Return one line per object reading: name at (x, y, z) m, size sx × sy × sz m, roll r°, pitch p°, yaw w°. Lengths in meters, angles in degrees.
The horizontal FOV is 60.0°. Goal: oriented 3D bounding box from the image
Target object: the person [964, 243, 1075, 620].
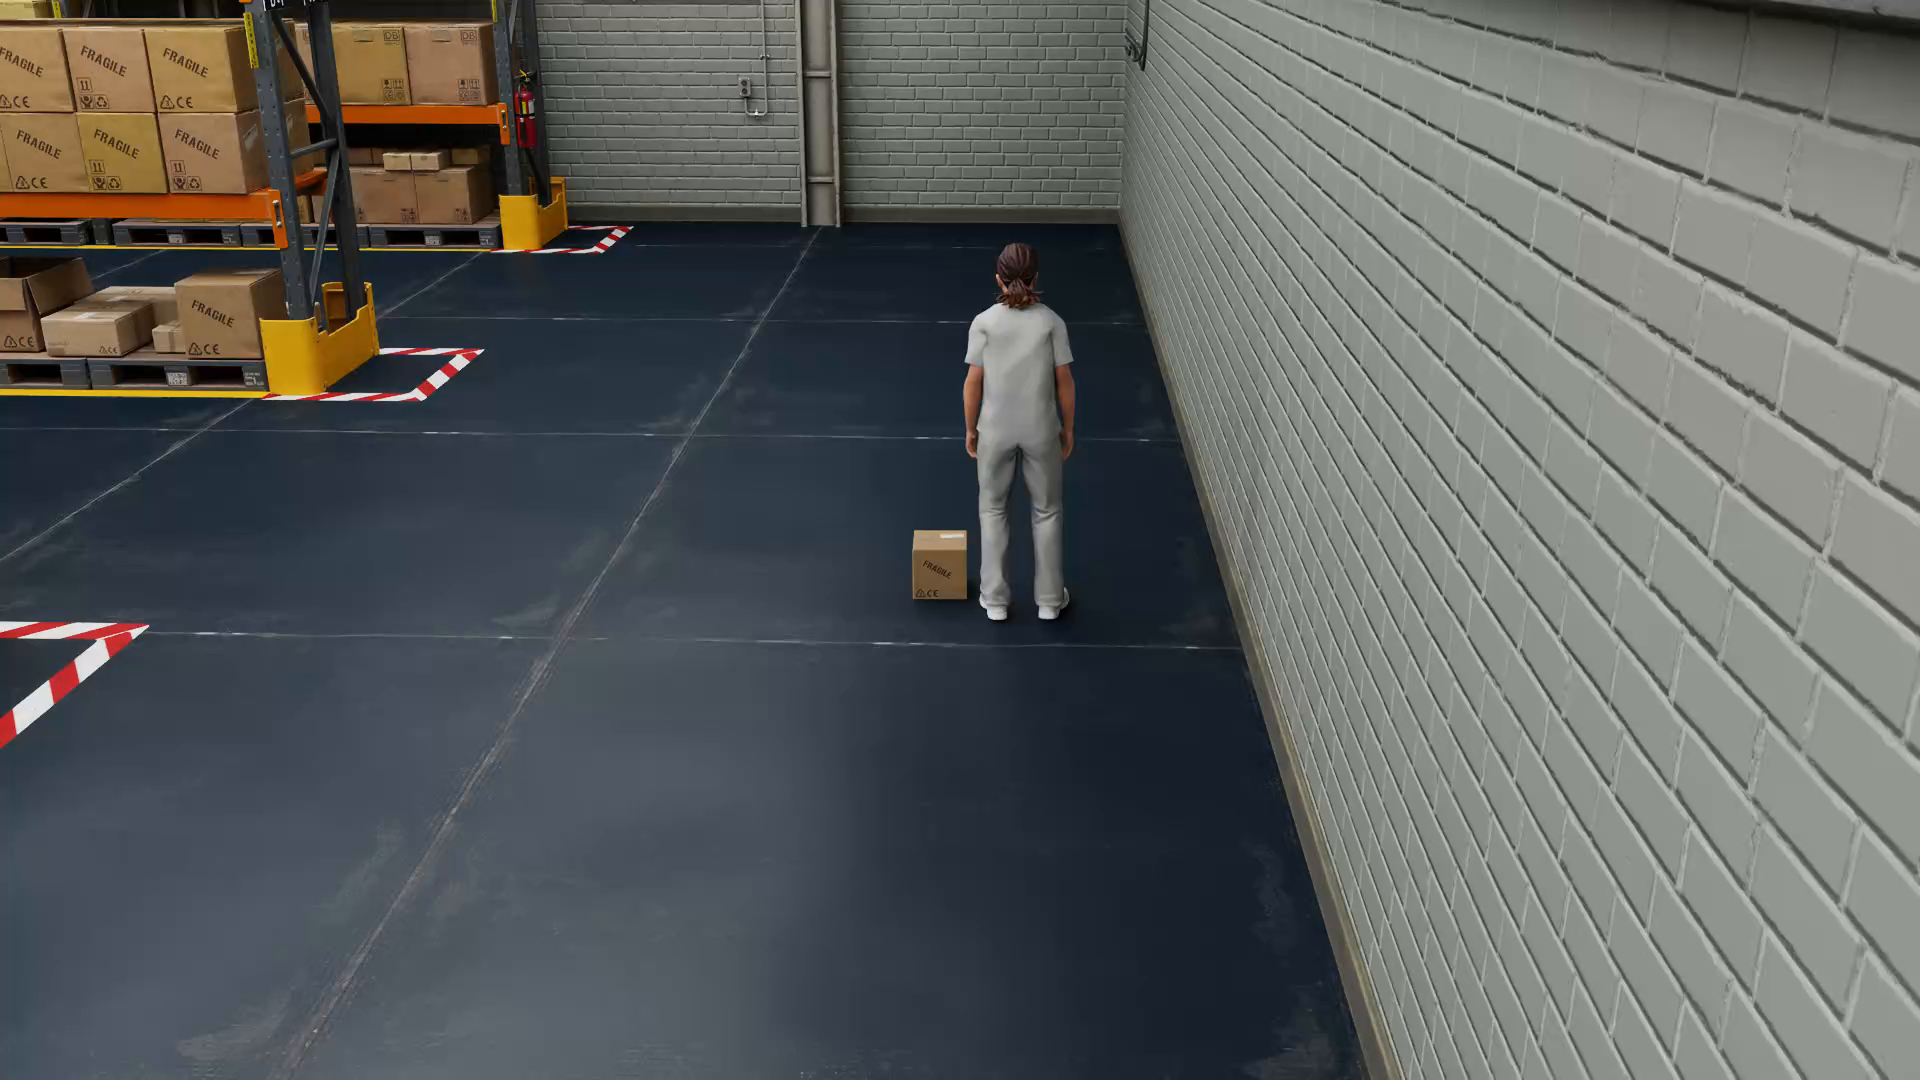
person at (0.258, -0.458, 7.286) m, size 0.484 × 1.672 × 0.360 m, roll 1°, pitch 21°, yaw 2°
